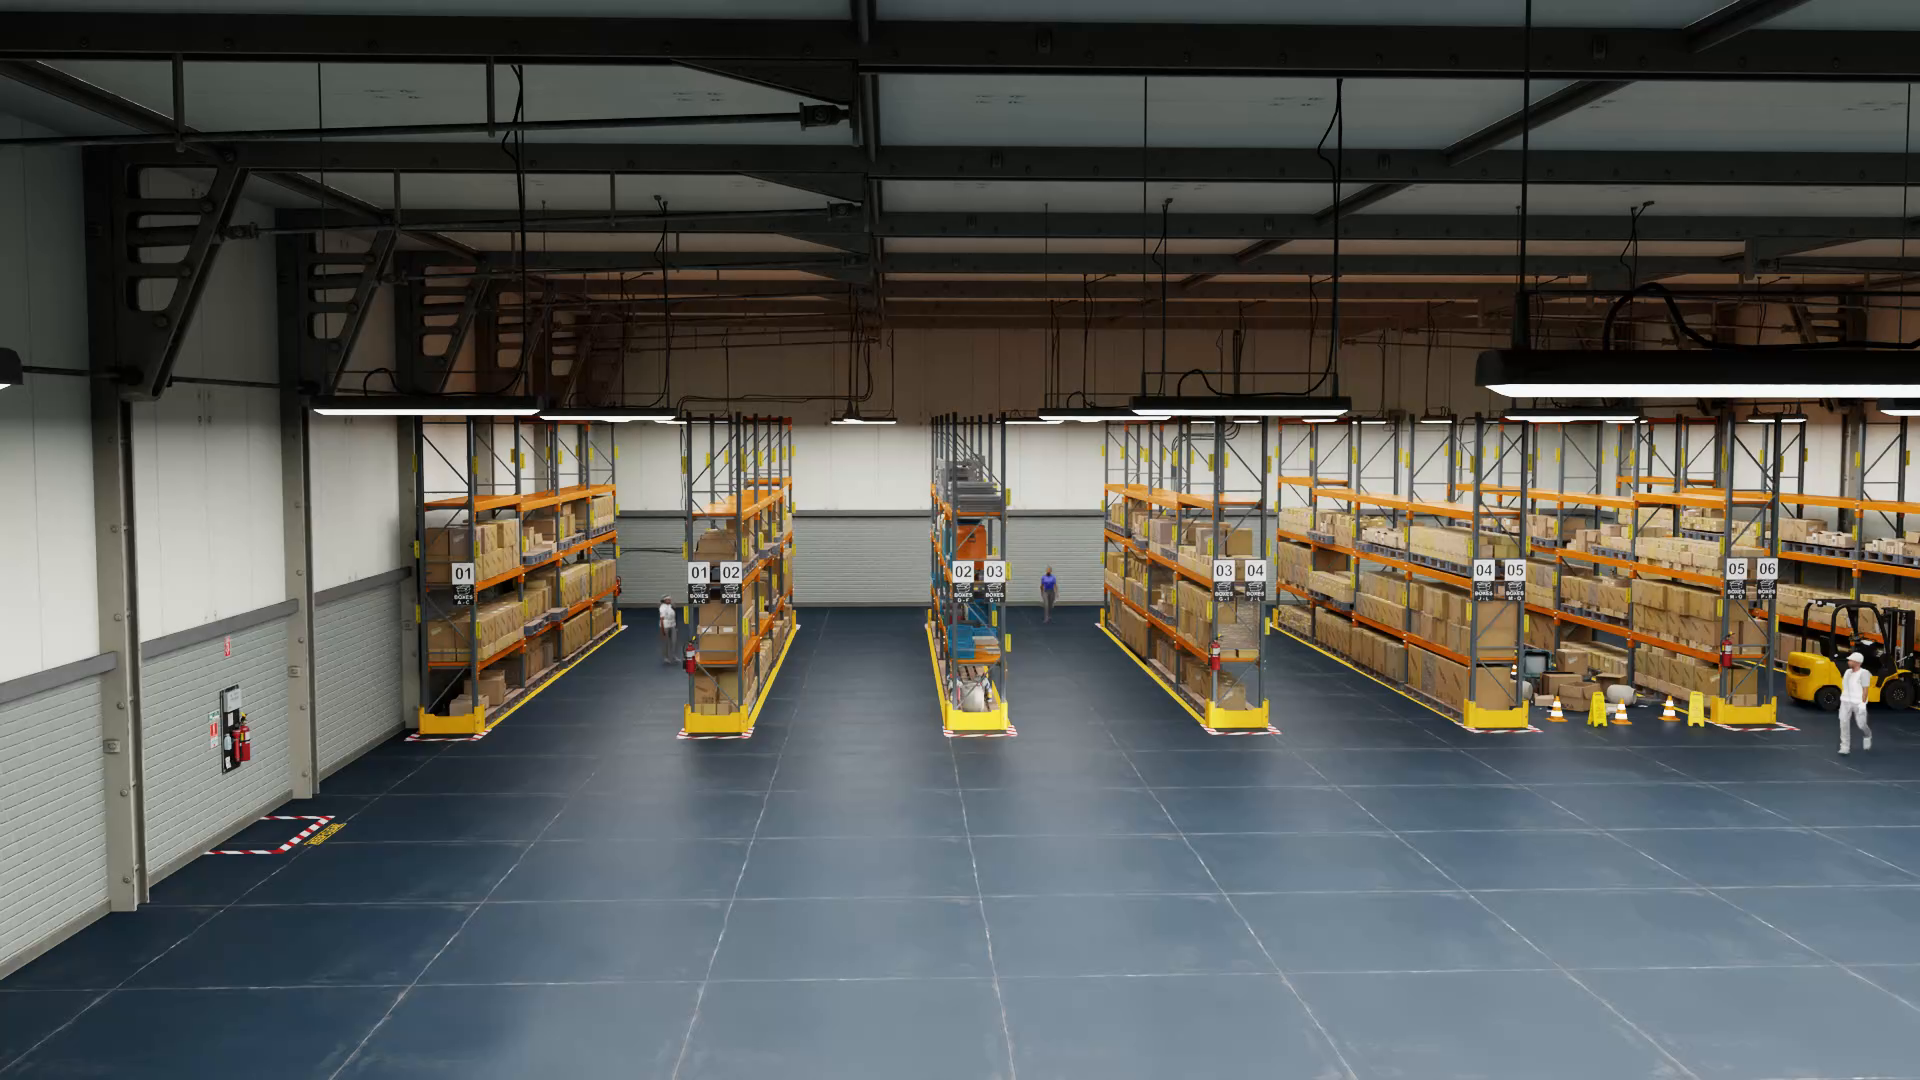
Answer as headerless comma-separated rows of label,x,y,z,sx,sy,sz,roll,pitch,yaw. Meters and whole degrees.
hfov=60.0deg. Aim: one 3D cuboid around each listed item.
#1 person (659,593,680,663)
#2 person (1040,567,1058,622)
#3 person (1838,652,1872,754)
person,-7.093,2.135,40.439,0.364,1.694,0.513,4,5,42
person,2.623,1.588,48.901,0.465,1.586,0.994,-1,4,-7
person,15.670,2.843,29.075,0.787,1.768,0.494,-4,5,-43
